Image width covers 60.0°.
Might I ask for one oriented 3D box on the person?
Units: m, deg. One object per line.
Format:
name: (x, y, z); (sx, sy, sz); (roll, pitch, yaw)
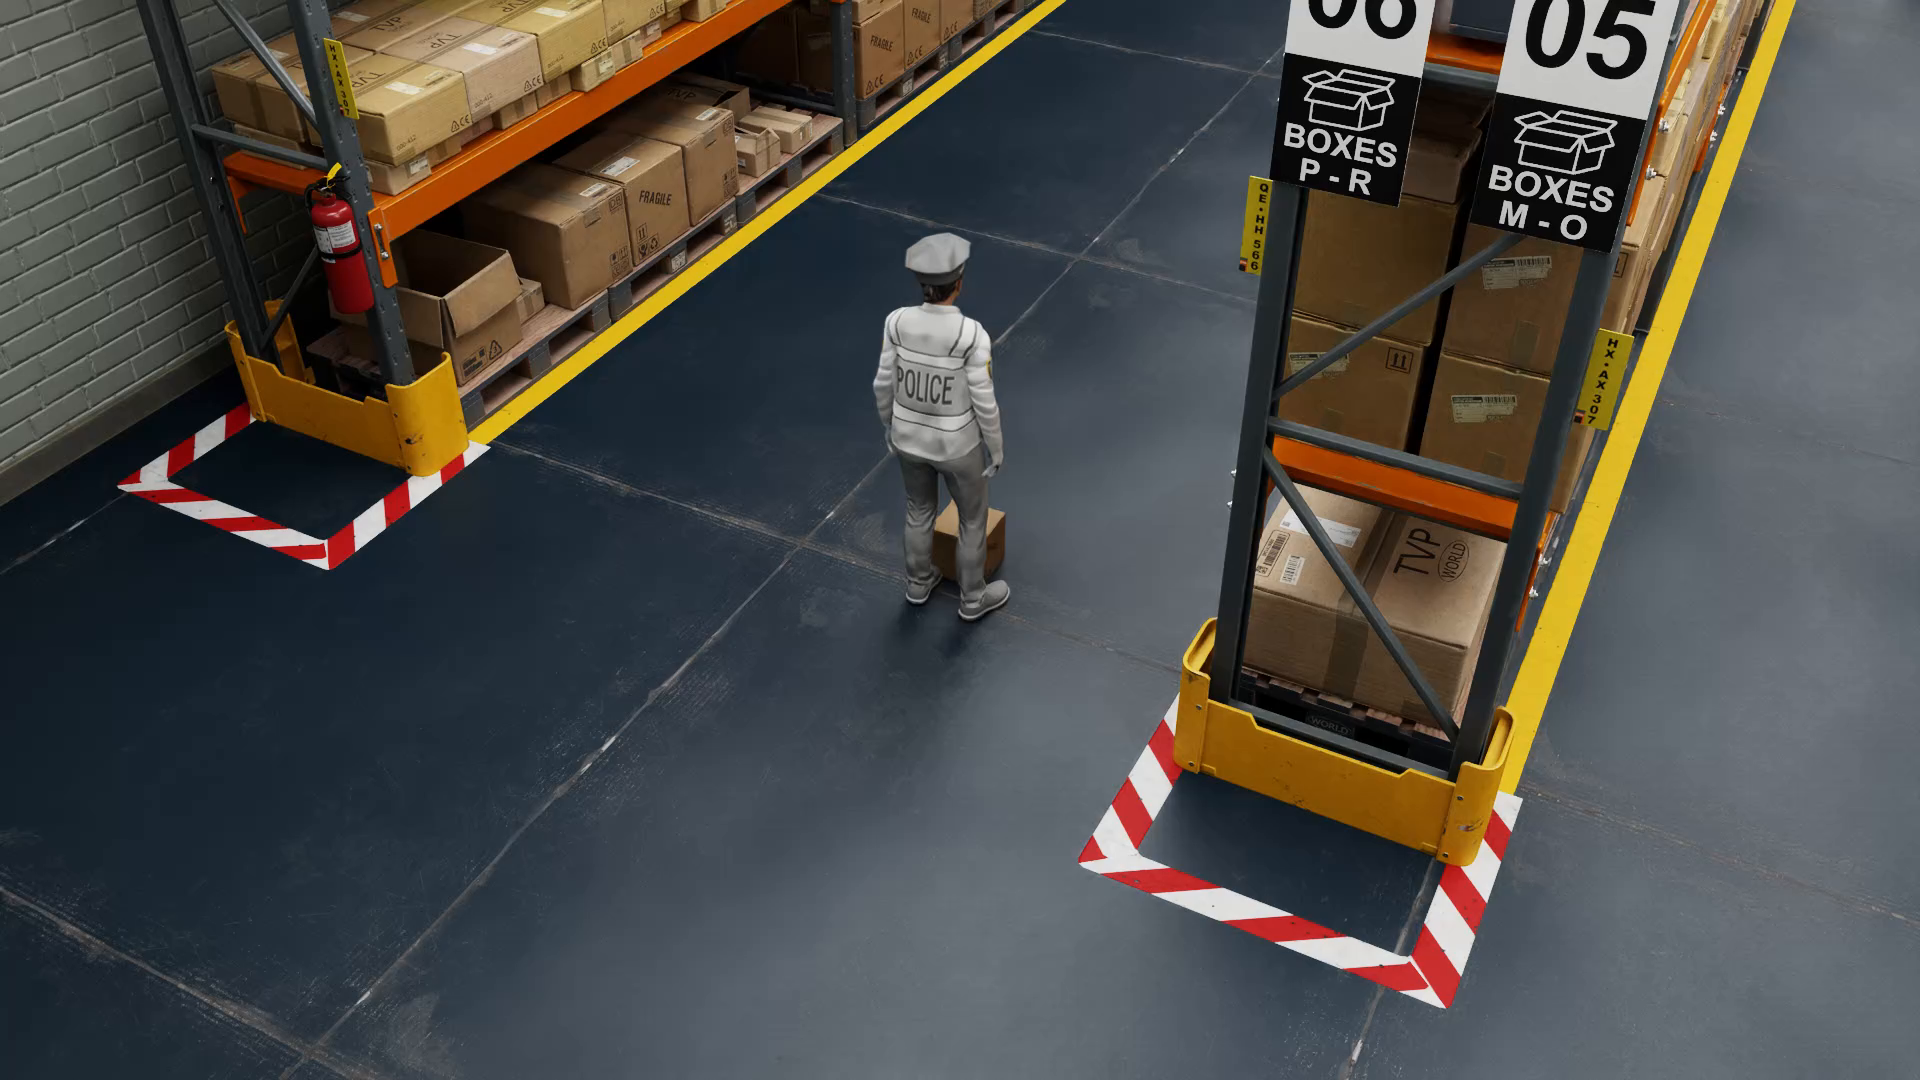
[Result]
person: (-0.076, -0.406, 6.668); (0.536, 1.661, 0.373); (16, 41, 19)
